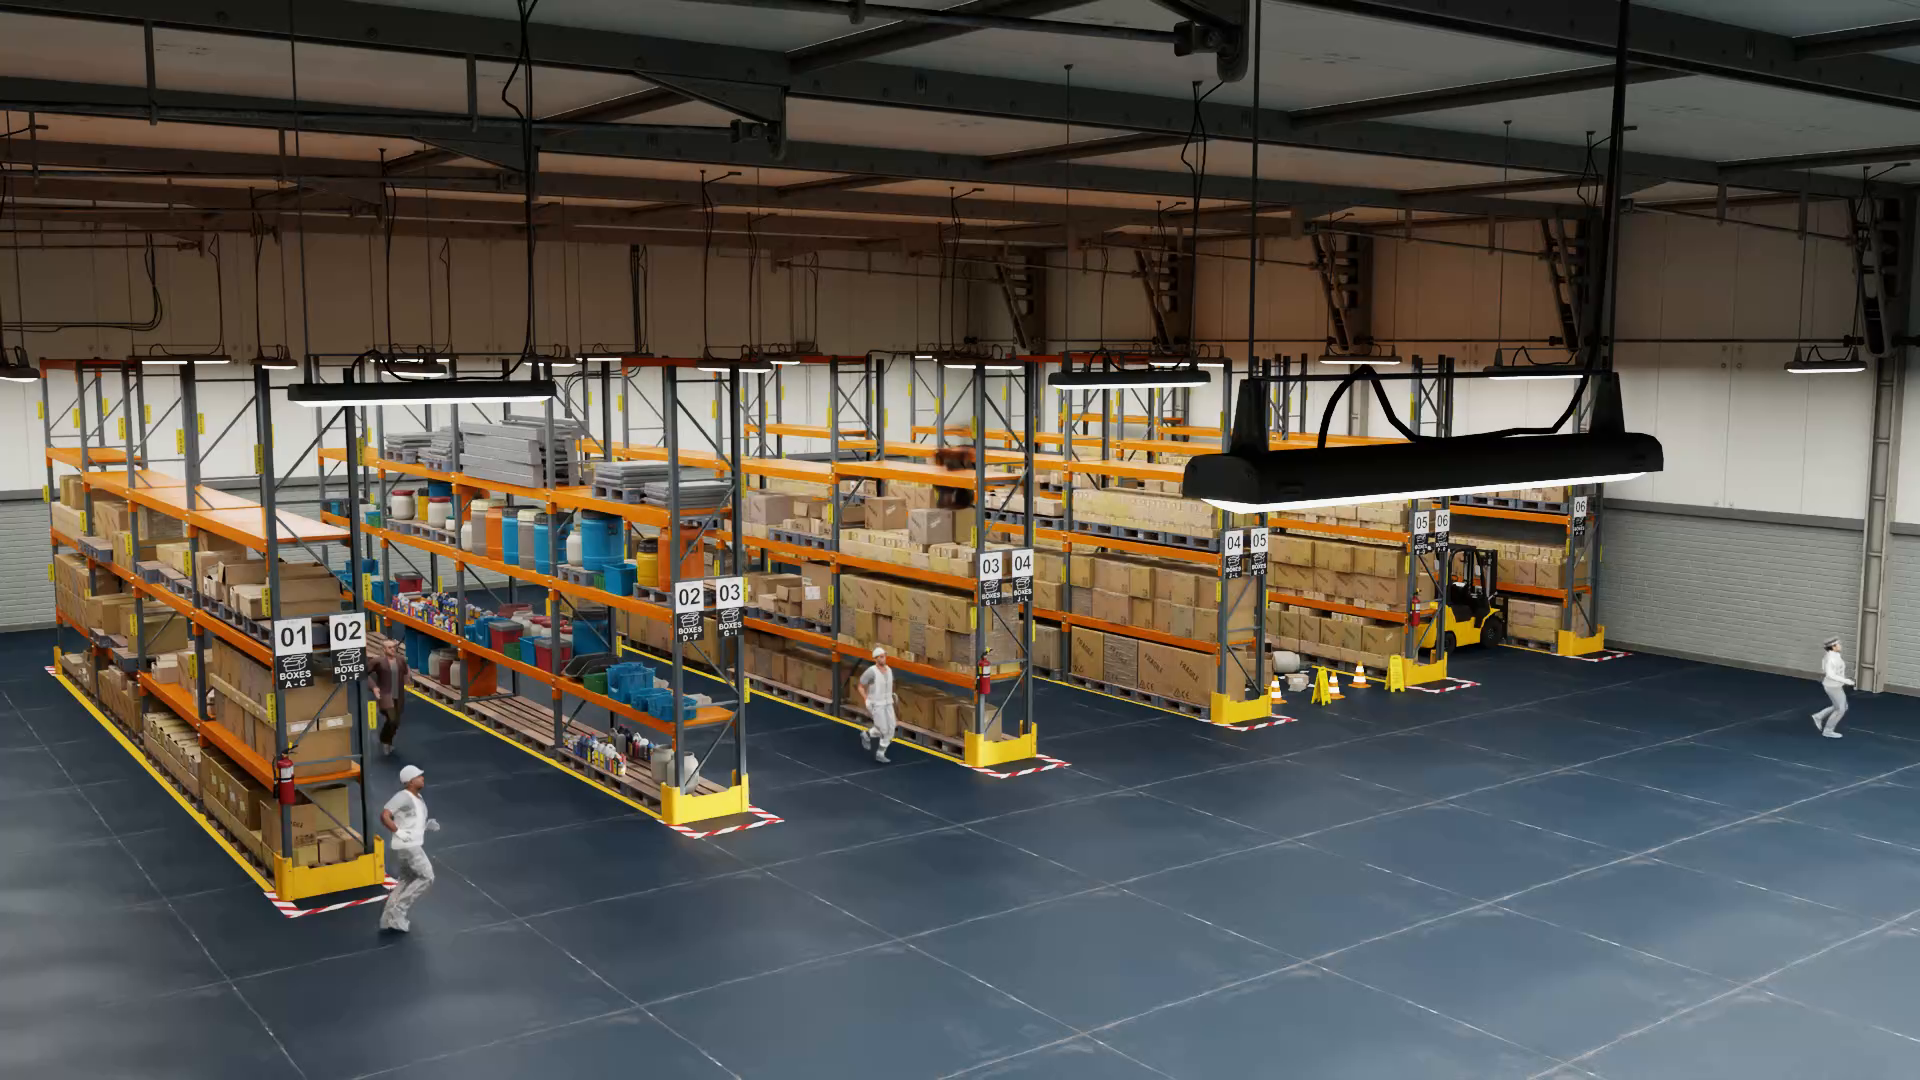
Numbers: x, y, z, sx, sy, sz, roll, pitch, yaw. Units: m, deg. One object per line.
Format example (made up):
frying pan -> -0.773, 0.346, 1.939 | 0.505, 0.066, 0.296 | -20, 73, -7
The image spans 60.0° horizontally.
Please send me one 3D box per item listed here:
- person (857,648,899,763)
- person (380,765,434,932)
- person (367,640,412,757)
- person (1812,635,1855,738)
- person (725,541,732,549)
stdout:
person -> -1.214, 2.473, 25.034 | 0.663, 1.728, 0.585 | -7, 9, -43
person -> -5.966, 3.309, 18.019 | 0.626, 1.719, 0.731 | -1, 7, -12
person -> -8.691, 2.460, 25.410 | 0.745, 1.690, 0.680 | 6, 9, 41
person -> 13.941, 2.331, 26.529 | 0.569, 1.649, 0.609 | 3, 8, 25
person -> -5.713, 0.575, 41.537 | 0.687, 1.653, 0.698 | -5, 9, -38
